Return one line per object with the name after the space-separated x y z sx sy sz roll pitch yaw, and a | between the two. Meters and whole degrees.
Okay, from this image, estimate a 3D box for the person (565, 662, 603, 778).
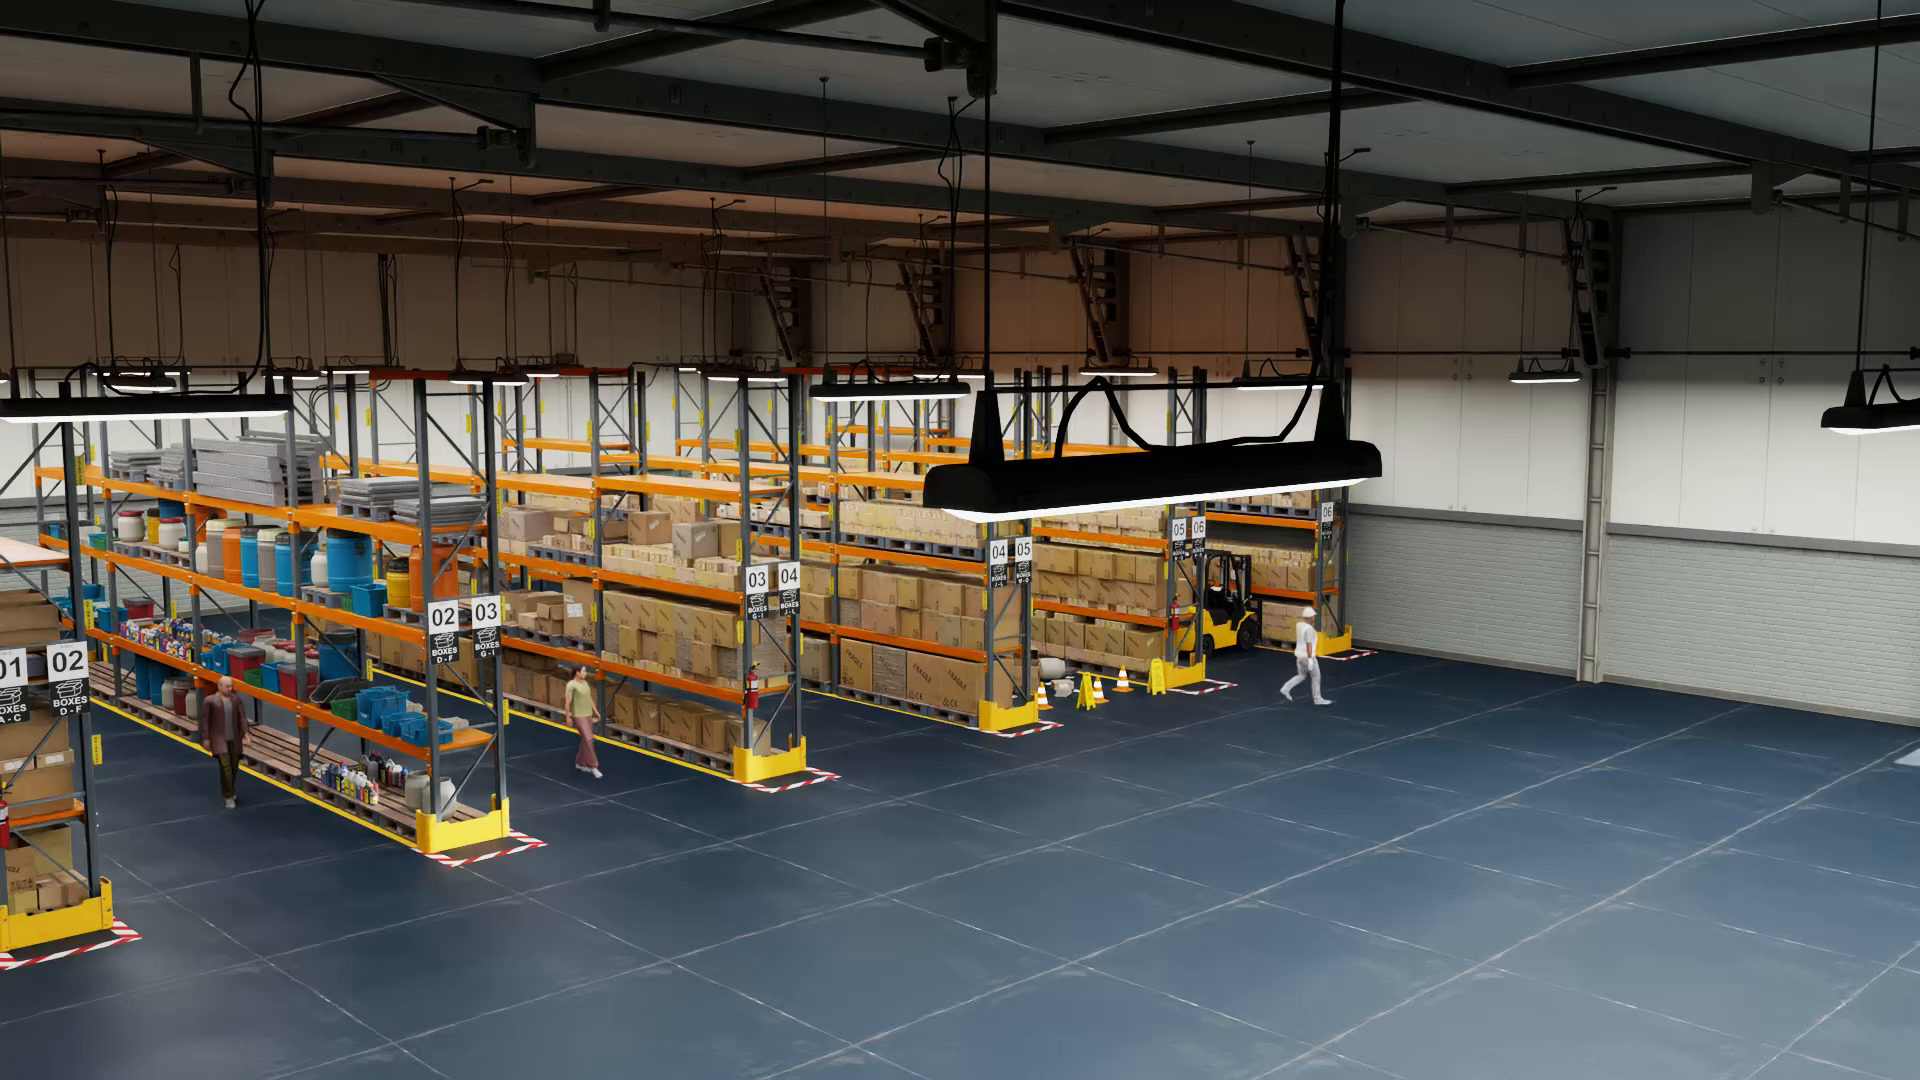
-5.596 2.690 25.044 0.690 1.687 0.466 3 7 24 | person

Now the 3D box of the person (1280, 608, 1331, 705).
6.197 2.085 29.867 0.905 1.759 0.619 -1 7 -11 | person

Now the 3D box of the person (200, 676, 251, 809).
-10.275 2.828 23.371 0.708 1.811 0.608 5 8 38 | person
